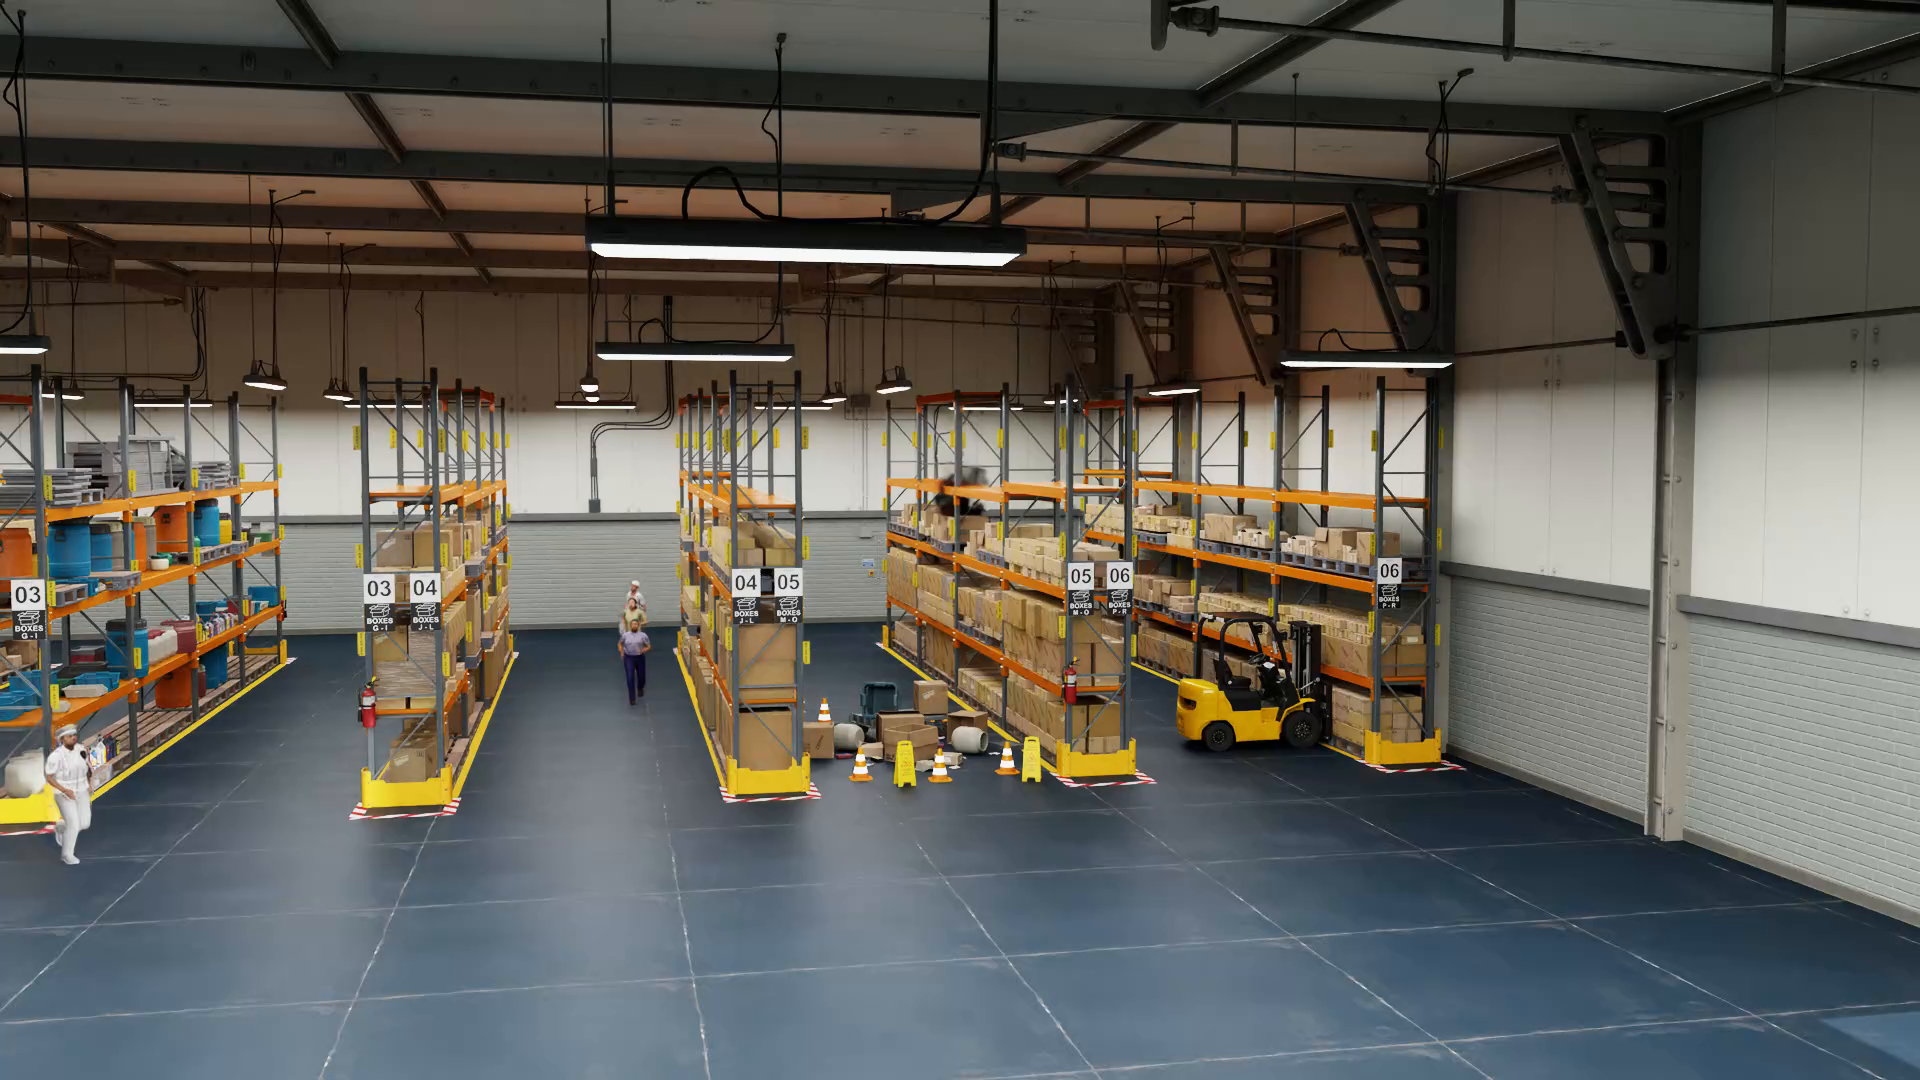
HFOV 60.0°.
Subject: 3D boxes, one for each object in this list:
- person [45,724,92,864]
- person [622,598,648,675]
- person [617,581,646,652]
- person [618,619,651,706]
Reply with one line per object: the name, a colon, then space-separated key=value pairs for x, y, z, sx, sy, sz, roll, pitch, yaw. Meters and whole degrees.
person: x=-10.614 y=3.003 z=19.806 sx=0.628 sy=1.672 sz=0.591 roll=2 pitch=4 yaw=27
person: x=-6.919 y=2.059 z=35.392 sx=0.559 sy=1.691 sz=0.793 roll=0 pitch=3 yaw=-7
person: x=-7.734 y=1.809 z=39.290 sx=0.705 sy=1.710 sz=0.561 roll=2 pitch=4 yaw=33
person: x=-6.201 y=2.309 z=31.673 sx=0.620 sy=1.613 sz=0.823 roll=-1 pitch=3 yaw=-12
